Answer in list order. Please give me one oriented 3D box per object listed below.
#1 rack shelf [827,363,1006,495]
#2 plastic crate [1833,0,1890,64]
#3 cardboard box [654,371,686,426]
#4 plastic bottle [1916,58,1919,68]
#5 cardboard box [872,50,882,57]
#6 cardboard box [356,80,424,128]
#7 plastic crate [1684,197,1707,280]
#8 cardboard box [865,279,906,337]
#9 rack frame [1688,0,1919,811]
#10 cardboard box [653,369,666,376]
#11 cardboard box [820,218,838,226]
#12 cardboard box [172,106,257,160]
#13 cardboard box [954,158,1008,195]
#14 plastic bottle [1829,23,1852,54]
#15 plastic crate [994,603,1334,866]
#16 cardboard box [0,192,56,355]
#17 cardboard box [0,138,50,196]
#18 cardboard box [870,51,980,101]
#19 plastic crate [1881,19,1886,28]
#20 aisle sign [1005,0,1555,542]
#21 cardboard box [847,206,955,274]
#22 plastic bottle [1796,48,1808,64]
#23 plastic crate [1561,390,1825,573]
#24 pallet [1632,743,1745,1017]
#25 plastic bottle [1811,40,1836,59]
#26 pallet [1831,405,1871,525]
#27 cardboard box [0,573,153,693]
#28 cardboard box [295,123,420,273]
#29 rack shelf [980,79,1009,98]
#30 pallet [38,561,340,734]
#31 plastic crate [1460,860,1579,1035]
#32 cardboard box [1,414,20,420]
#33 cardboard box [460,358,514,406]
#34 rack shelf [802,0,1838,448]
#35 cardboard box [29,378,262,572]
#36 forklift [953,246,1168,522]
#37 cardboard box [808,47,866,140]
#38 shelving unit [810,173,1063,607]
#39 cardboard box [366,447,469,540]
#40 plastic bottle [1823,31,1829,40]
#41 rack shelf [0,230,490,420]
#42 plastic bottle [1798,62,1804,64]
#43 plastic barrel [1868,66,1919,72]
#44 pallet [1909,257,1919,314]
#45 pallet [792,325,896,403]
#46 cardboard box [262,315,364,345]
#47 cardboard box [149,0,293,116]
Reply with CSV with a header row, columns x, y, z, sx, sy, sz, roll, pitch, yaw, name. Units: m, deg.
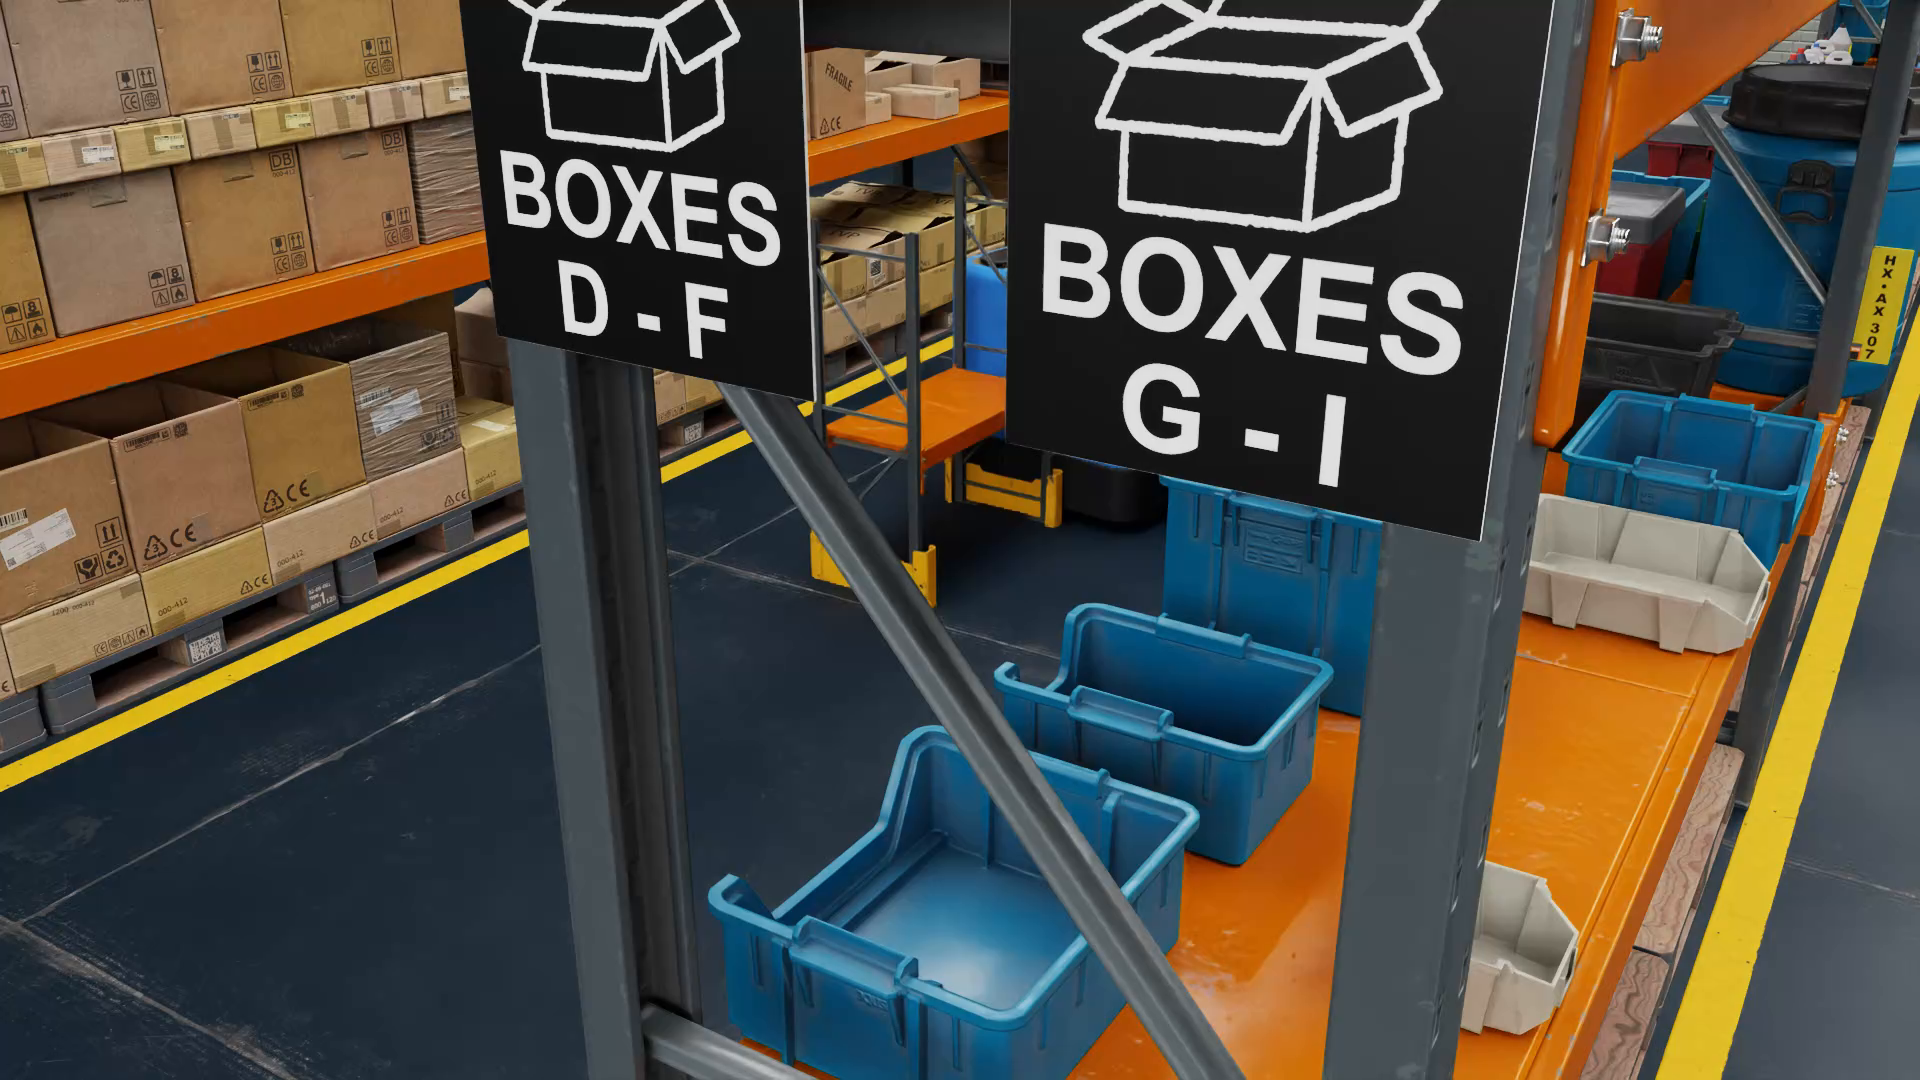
x,y,z,sx,sy,sz,roll,pitch,yaw,name
-0.086,-0.481,6.926,0.538,0.185,1.000,15,27,30,rack shelf
6.281,-3.594,11.720,0.392,0.384,0.575,14,27,29,plastic crate
-1.678,-0.699,8.021,0.500,0.250,0.500,13,27,28,cardboard box
5.746,-2.766,10.025,0.097,0.271,0.097,0,23,0,plastic bottle
-1.070,-5.039,17.732,0.700,0.500,0.500,15,27,30,cardboard box
-2.331,-1.719,6.502,0.380,0.149,0.250,13,27,27,cardboard box
2.784,-1.194,6.499,0.450,0.188,0.662,14,27,29,plastic crate
-0.599,-1.392,9.623,0.500,0.250,0.500,15,27,30,cardboard box
2.105,-0.644,4.963,1.000,3.000,0.127,14,27,29,rack frame
-1.672,-0.959,7.917,0.500,0.311,0.500,14,27,29,cardboard box
-1.058,-1.756,9.757,0.500,0.311,0.500,13,27,28,cardboard box
-2.734,-1.462,5.910,0.380,0.149,0.250,15,27,30,cardboard box
0.302,-2.453,11.734,0.500,0.500,0.500,15,28,31,cardboard box
5.842,-3.257,11.061,0.144,0.351,0.185,14,27,29,plastic bottle
0.352,0.324,2.913,0.499,0.251,0.408,14,27,29,plastic crate
-3.415,-0.879,5.379,0.700,0.500,0.500,14,27,29,cardboard box
-3.144,-1.200,5.303,0.380,0.149,0.250,13,27,28,cardboard box
-0.221,-2.879,10.238,0.500,0.311,0.500,16,28,32,cardboard box
6.988,-3.902,12.744,0.293,0.136,0.466,14,27,29,plastic crate
0.206,-0.402,1.130,0.394,0.787,0.004,14,27,29,aisle sign
-0.327,-1.817,9.898,0.500,0.311,0.500,13,27,28,cardboard box
4.956,-2.736,9.856,0.144,0.351,0.185,14,27,29,plastic bottle
1.752,-0.146,3.998,0.499,0.251,0.616,14,27,29,plastic crate
1.715,0.853,5.013,1.003,0.211,1.213,14,27,29,pallet
5.564,-3.088,10.763,0.152,0.276,0.135,14,27,29,plastic bottle
3.773,-0.461,8.050,1.003,0.211,1.213,14,27,29,pallet
-3.215,0.263,5.800,0.500,0.250,0.500,14,27,29,cardboard box
-2.603,-1.399,6.580,0.700,0.500,0.500,14,27,28,cardboard box
1.063,-3.379,12.184,1.077,0.370,4.000,14,27,29,rack shelf
-3.199,0.269,6.363,1.003,0.211,1.213,14,27,29,pallet
0.740,0.592,2.439,0.298,0.136,0.250,14,27,29,plastic crate
-3.666,-0.193,5.908,0.500,0.500,0.500,14,27,29,cardboard box
-2.129,-0.815,8.290,0.500,0.250,0.500,14,27,28,cardboard box
1.050,-1.016,2.951,1.077,0.370,4.000,14,27,29,rack shelf
-2.946,-0.249,6.038,0.500,0.500,0.500,14,27,29,cardboard box
1.272,-1.936,8.032,1.130,2.935,3.031,18,29,35,forklift
-0.863,-2.510,9.146,0.500,0.500,0.500,12,26,26,cardboard box
-0.081,-0.649,6.862,0.587,1.500,1.083,15,27,30,shelving unit
-2.433,-0.246,6.974,0.500,0.250,0.500,14,27,29,cardboard box
5.769,-3.257,11.144,0.061,0.283,0.133,14,27,29,plastic bottle
-3.156,-0.679,5.947,1.077,0.370,4.000,14,27,29,rack shelf
4.888,-2.647,9.736,0.061,0.283,0.133,14,27,29,plastic bottle
4.227,-1.837,7.546,0.600,0.536,0.708,14,27,29,plastic barrel
5.882,-1.813,11.173,1.003,0.211,1.213,14,27,29,pallet
-1.103,-1.074,9.466,1.003,0.211,1.213,14,27,29,pallet
-2.869,-0.697,7.074,0.500,0.500,0.500,14,27,29,cardboard box
-2.860,-1.834,5.952,0.700,0.500,0.500,14,27,29,cardboard box
